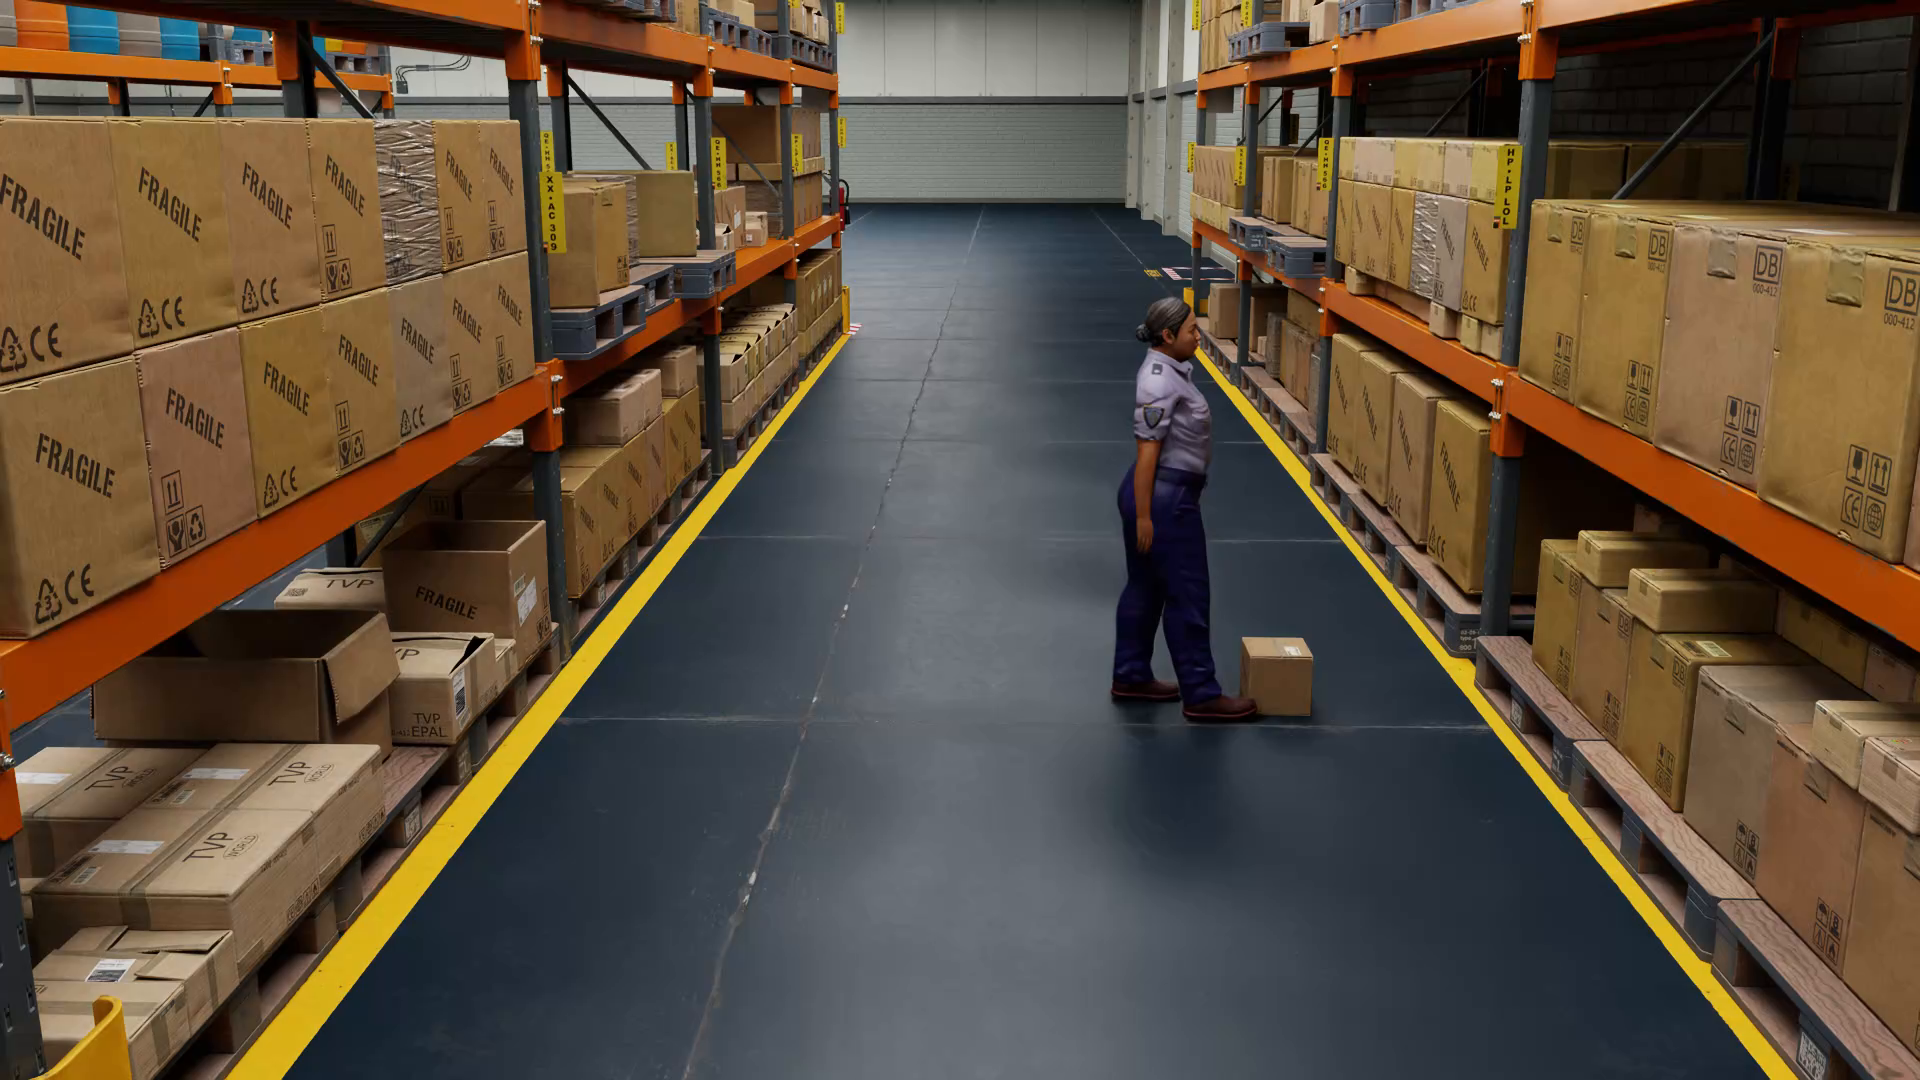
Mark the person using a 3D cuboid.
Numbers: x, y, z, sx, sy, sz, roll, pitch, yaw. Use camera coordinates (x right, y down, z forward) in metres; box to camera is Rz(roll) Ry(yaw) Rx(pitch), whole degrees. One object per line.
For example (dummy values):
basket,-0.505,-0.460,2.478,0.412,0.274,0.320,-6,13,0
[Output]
person,0.903,-0.135,6.553,0.564,1.642,0.480,1,14,2
